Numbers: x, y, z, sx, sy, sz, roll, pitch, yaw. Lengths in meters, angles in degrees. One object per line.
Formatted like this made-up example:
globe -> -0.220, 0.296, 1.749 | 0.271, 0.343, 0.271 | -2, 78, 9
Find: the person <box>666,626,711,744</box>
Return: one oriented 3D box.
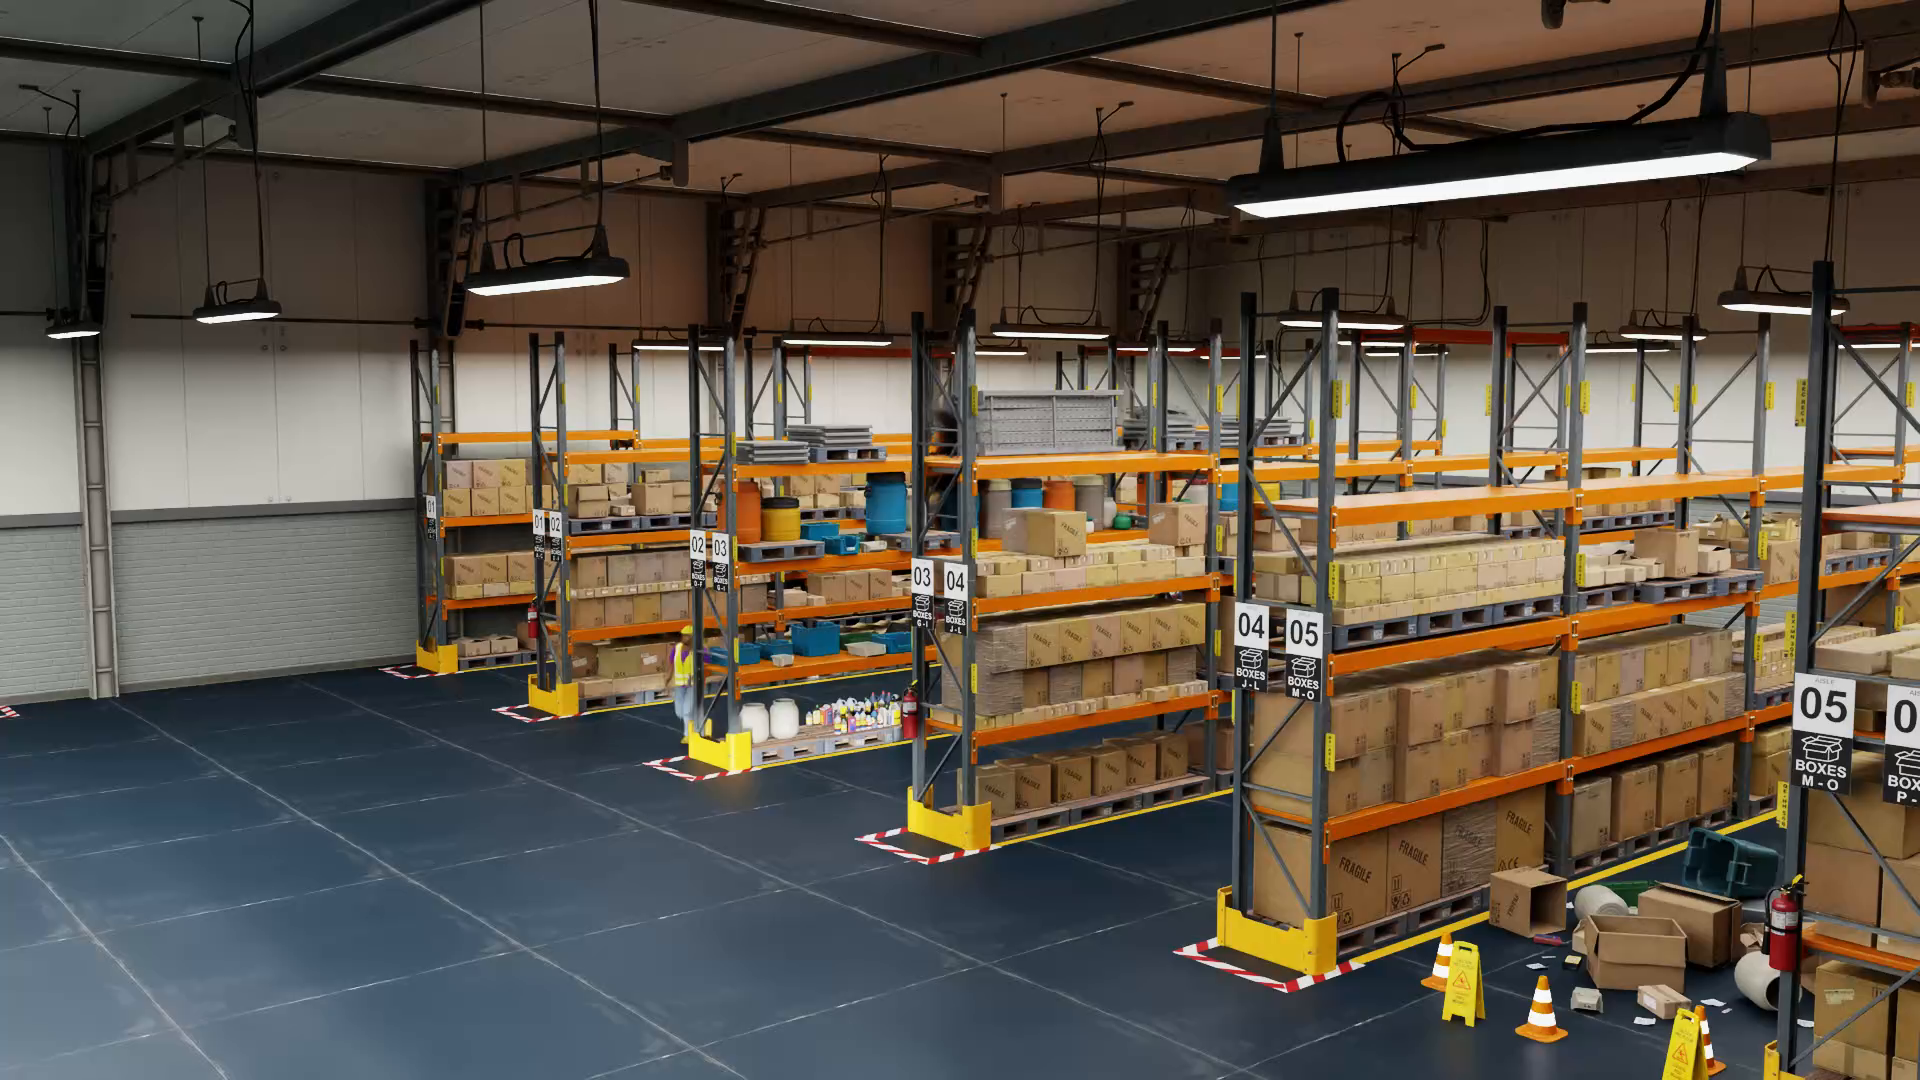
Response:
person -> -3.921, 2.083, 24.120 | 0.723, 1.709, 0.624 | 2, 6, 19
